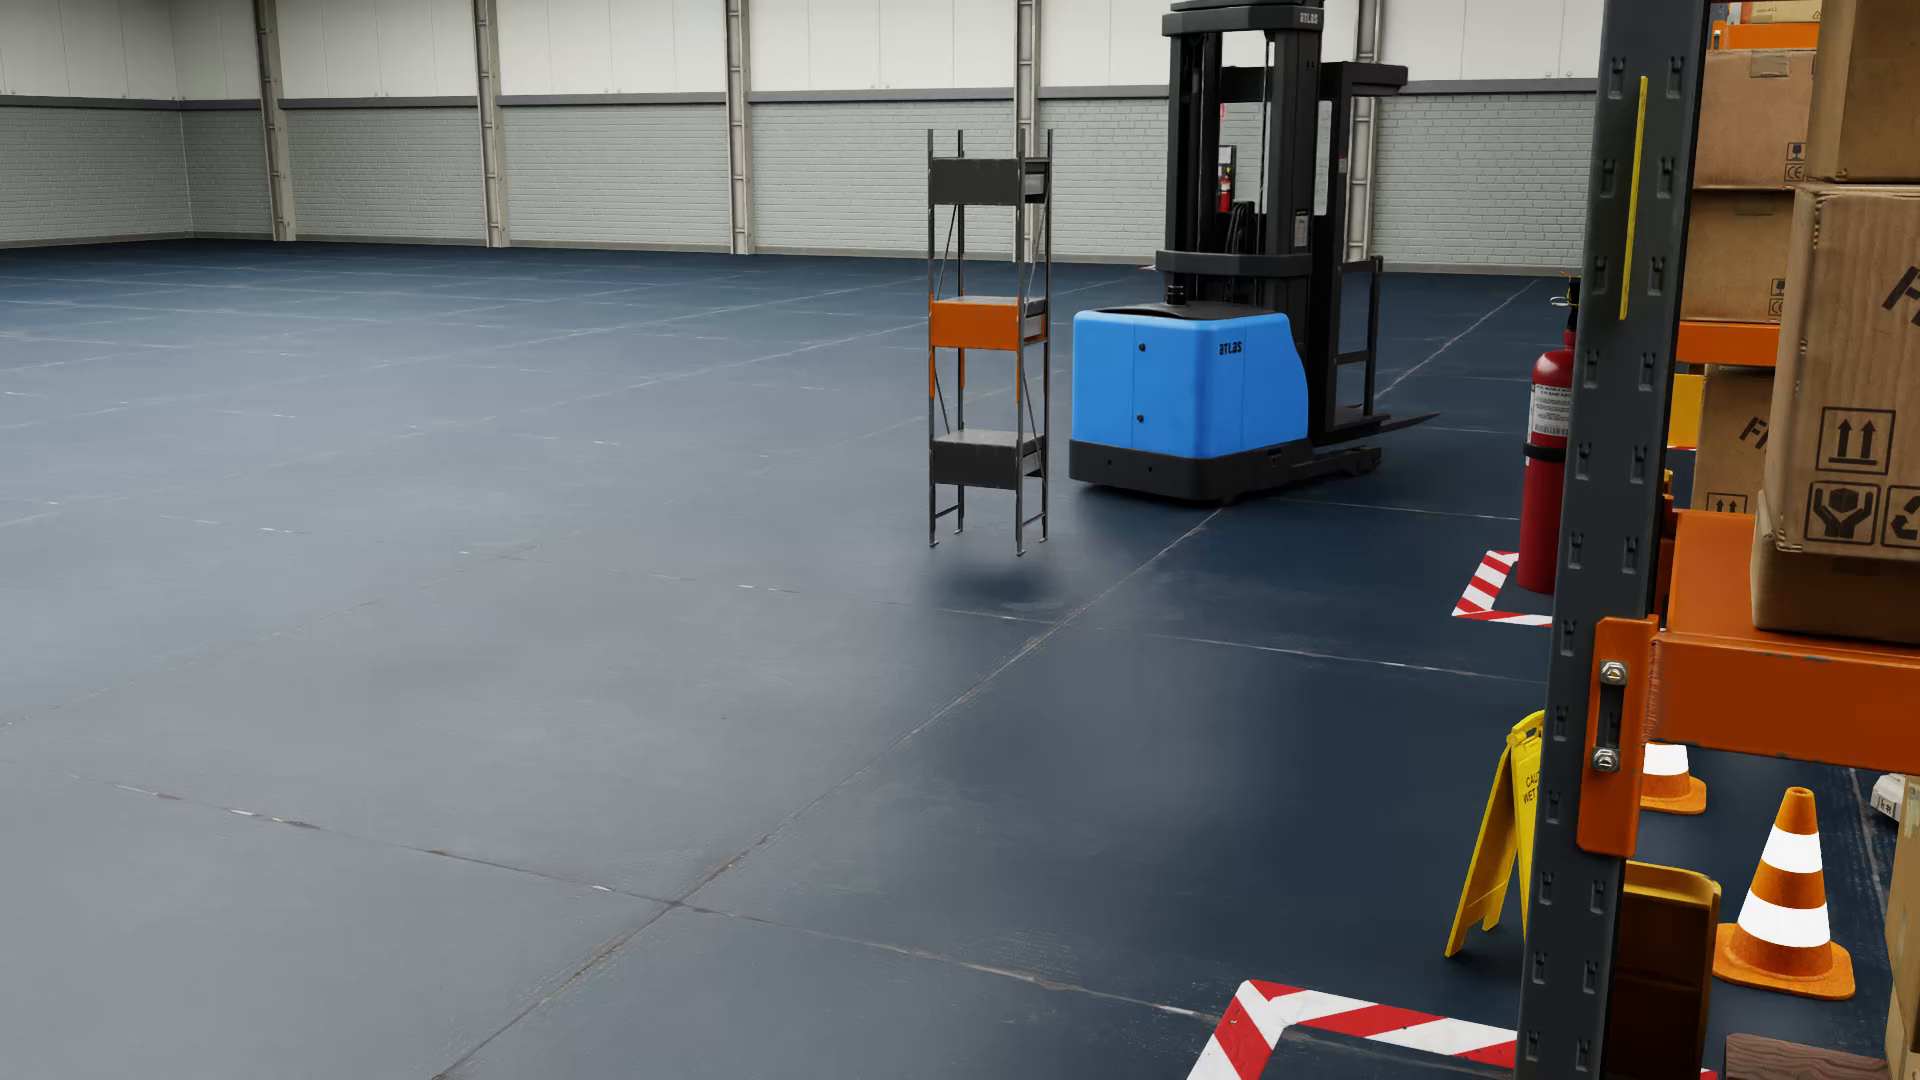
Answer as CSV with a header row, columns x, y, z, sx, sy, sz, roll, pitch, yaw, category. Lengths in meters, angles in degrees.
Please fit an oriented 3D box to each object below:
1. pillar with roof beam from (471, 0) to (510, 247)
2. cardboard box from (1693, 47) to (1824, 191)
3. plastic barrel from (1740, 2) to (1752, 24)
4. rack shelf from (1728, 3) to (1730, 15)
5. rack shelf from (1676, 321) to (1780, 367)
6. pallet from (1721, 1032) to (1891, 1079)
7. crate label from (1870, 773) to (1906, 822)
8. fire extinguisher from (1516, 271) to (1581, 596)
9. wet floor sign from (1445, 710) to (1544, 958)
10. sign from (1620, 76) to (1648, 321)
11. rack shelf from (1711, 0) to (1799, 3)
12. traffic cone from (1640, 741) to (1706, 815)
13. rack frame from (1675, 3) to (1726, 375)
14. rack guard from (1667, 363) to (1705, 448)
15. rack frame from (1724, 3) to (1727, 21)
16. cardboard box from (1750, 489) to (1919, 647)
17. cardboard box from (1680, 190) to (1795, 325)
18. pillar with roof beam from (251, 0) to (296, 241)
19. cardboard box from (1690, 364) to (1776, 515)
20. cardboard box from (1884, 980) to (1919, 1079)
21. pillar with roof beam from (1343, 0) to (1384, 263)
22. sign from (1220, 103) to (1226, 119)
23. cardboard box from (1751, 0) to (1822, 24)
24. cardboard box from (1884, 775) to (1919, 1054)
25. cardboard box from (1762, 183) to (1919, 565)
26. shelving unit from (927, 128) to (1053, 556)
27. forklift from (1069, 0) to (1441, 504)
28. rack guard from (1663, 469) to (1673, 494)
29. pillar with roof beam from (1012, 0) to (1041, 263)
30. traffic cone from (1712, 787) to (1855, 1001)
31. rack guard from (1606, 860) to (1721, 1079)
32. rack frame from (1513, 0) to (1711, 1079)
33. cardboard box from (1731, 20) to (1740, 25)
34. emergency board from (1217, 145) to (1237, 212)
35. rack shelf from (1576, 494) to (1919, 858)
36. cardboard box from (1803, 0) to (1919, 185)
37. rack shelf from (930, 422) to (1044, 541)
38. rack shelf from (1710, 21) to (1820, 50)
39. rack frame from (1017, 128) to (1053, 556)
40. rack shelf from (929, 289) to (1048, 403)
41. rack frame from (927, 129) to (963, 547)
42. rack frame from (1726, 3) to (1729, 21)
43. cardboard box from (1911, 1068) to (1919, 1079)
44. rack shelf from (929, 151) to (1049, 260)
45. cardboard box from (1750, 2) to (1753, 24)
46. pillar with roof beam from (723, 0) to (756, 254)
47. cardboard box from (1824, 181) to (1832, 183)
x,y,z,sx,sy,sz,roll,pitch,yaw,category
-11.513,-9.694,30.368,0.400,9.000,9.100,6,14,23,pillar with roof beam
3.387,-1.762,7.004,0.550,0.550,0.875,6,14,23,cardboard box
7.666,-5.122,15.591,0.708,0.830,0.600,6,14,23,plastic barrel
13.012,-7.720,23.536,4.000,0.370,1.077,6,14,23,rack shelf
4.892,-0.670,6.619,4.000,0.370,1.077,6,14,23,rack shelf
1.949,1.285,2.816,1.213,0.211,1.003,6,14,23,pallet
2.949,0.798,5.053,0.298,0.136,0.250,-1,13,-6,crate label
1.233,-0.231,3.344,0.183,0.674,0.296,6,14,23,fire extinguisher
1.410,0.743,4.176,0.232,0.644,0.267,12,18,42,wet floor sign
0.931,-0.470,2.298,0.005,0.325,0.100,6,14,23,sign
4.892,-2.130,6.276,4.000,0.370,1.077,6,14,23,rack shelf
2.205,0.580,5.270,0.334,0.463,0.336,6,14,23,traffic cone
5.165,-2.232,11.701,0.127,3.000,1.000,6,14,23,rack frame
5.234,-1.008,11.956,0.348,0.500,1.175,6,14,23,rack guard
7.171,-6.187,15.424,0.127,3.000,1.000,6,14,23,rack frame
1.377,0.035,2.590,0.250,0.149,0.380,6,14,23,cardboard box
3.421,-1.254,7.202,0.550,0.550,0.875,6,14,23,cardboard box
-16.999,-10.249,32.734,0.400,9.000,9.100,6,14,23,pillar with roof beam
3.710,-0.326,7.312,0.875,0.875,0.875,6,14,24,cardboard box
2.021,0.993,3.057,0.500,0.250,0.500,6,14,23,cardboard box
4.944,-8.028,23.270,0.400,9.000,9.100,6,14,23,pillar with roof beam
4.477,-7.394,28.623,0.199,0.298,0.001,6,14,23,sign
5.500,-3.521,10.955,0.500,0.250,0.500,6,15,25,cardboard box
1.989,0.627,2.976,0.500,0.500,0.500,6,14,24,cardboard box
1.471,-0.254,2.401,0.500,0.500,0.500,6,14,22,cardboard box
0.151,-1.007,8.450,0.503,2.100,0.431,6,14,23,shelving unit
2.045,-1.898,10.430,1.130,2.935,3.031,13,18,43,forklift
3.041,0.009,7.621,0.348,0.500,1.175,6,14,23,rack guard
-0.541,-8.583,25.636,0.400,9.000,9.100,6,14,23,pillar with roof beam
2.066,0.843,4.148,0.334,0.463,0.336,6,14,23,traffic cone
1.220,1.062,3.135,0.348,0.500,1.175,6,14,23,rack guard
1.151,-0.162,2.880,0.127,3.000,1.000,6,14,23,rack frame
11.437,-7.255,24.089,0.500,0.500,0.500,5,14,19,cardboard box
4.444,-6.243,28.796,0.643,1.169,0.194,6,14,23,emergency board
2.979,0.373,2.173,4.000,0.370,1.077,6,14,23,rack shelf
1.706,-0.841,2.713,0.500,0.500,0.700,5,14,22,cardboard box
0.151,-0.312,8.613,0.480,0.518,0.431,6,14,23,rack shelf
6.993,-3.157,10.652,4.000,0.370,1.077,6,14,23,rack shelf
0.374,-0.984,8.353,0.015,2.100,0.400,6,14,23,rack frame
0.151,-0.994,8.453,0.480,0.518,0.431,6,14,23,rack shelf
-0.072,-1.029,8.546,0.015,2.100,0.400,6,14,23,rack frame
9.180,-7.221,19.832,0.127,3.000,1.000,6,14,23,rack frame
1.776,1.104,2.581,0.500,0.250,0.500,6,14,23,cardboard box
0.151,-1.675,8.293,0.480,0.518,0.431,6,14,23,rack shelf
5.708,-3.628,11.411,0.500,0.250,0.500,6,15,25,cardboard box
-6.027,-9.139,28.002,0.400,9.000,9.100,6,14,23,pillar with roof beam
1.758,-0.363,2.865,0.500,0.500,0.500,6,14,22,cardboard box
